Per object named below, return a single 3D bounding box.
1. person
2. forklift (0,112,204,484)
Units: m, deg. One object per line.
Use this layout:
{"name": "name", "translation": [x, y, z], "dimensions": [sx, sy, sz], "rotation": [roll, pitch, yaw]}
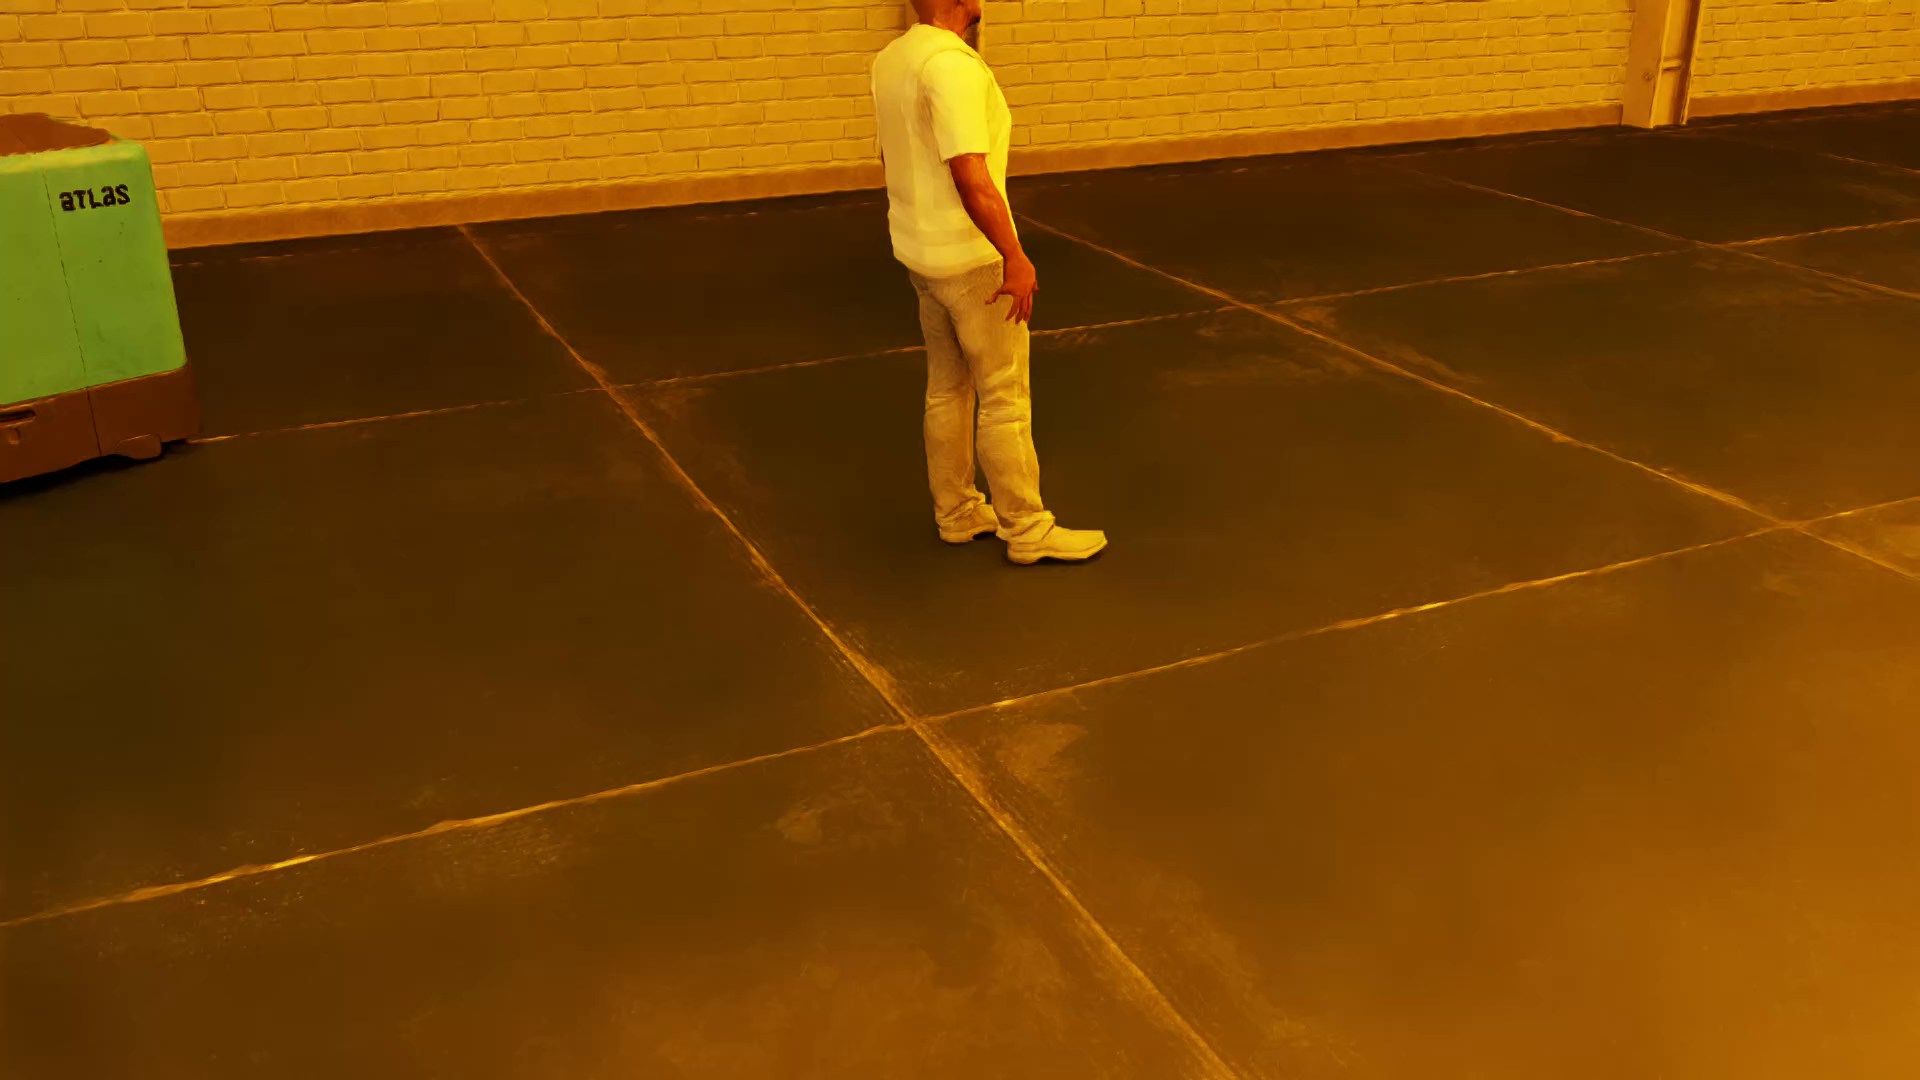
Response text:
{"name": "person", "translation": [0.065, -0.831, 4.788], "dimensions": [0.576, 1.766, 0.665], "rotation": [-10, 25, -23]}
{"name": "forklift", "translation": [-4.060, -1.399, 4.654], "dimensions": [1.130, 2.935, 3.031], "rotation": [21, 30, 41]}
